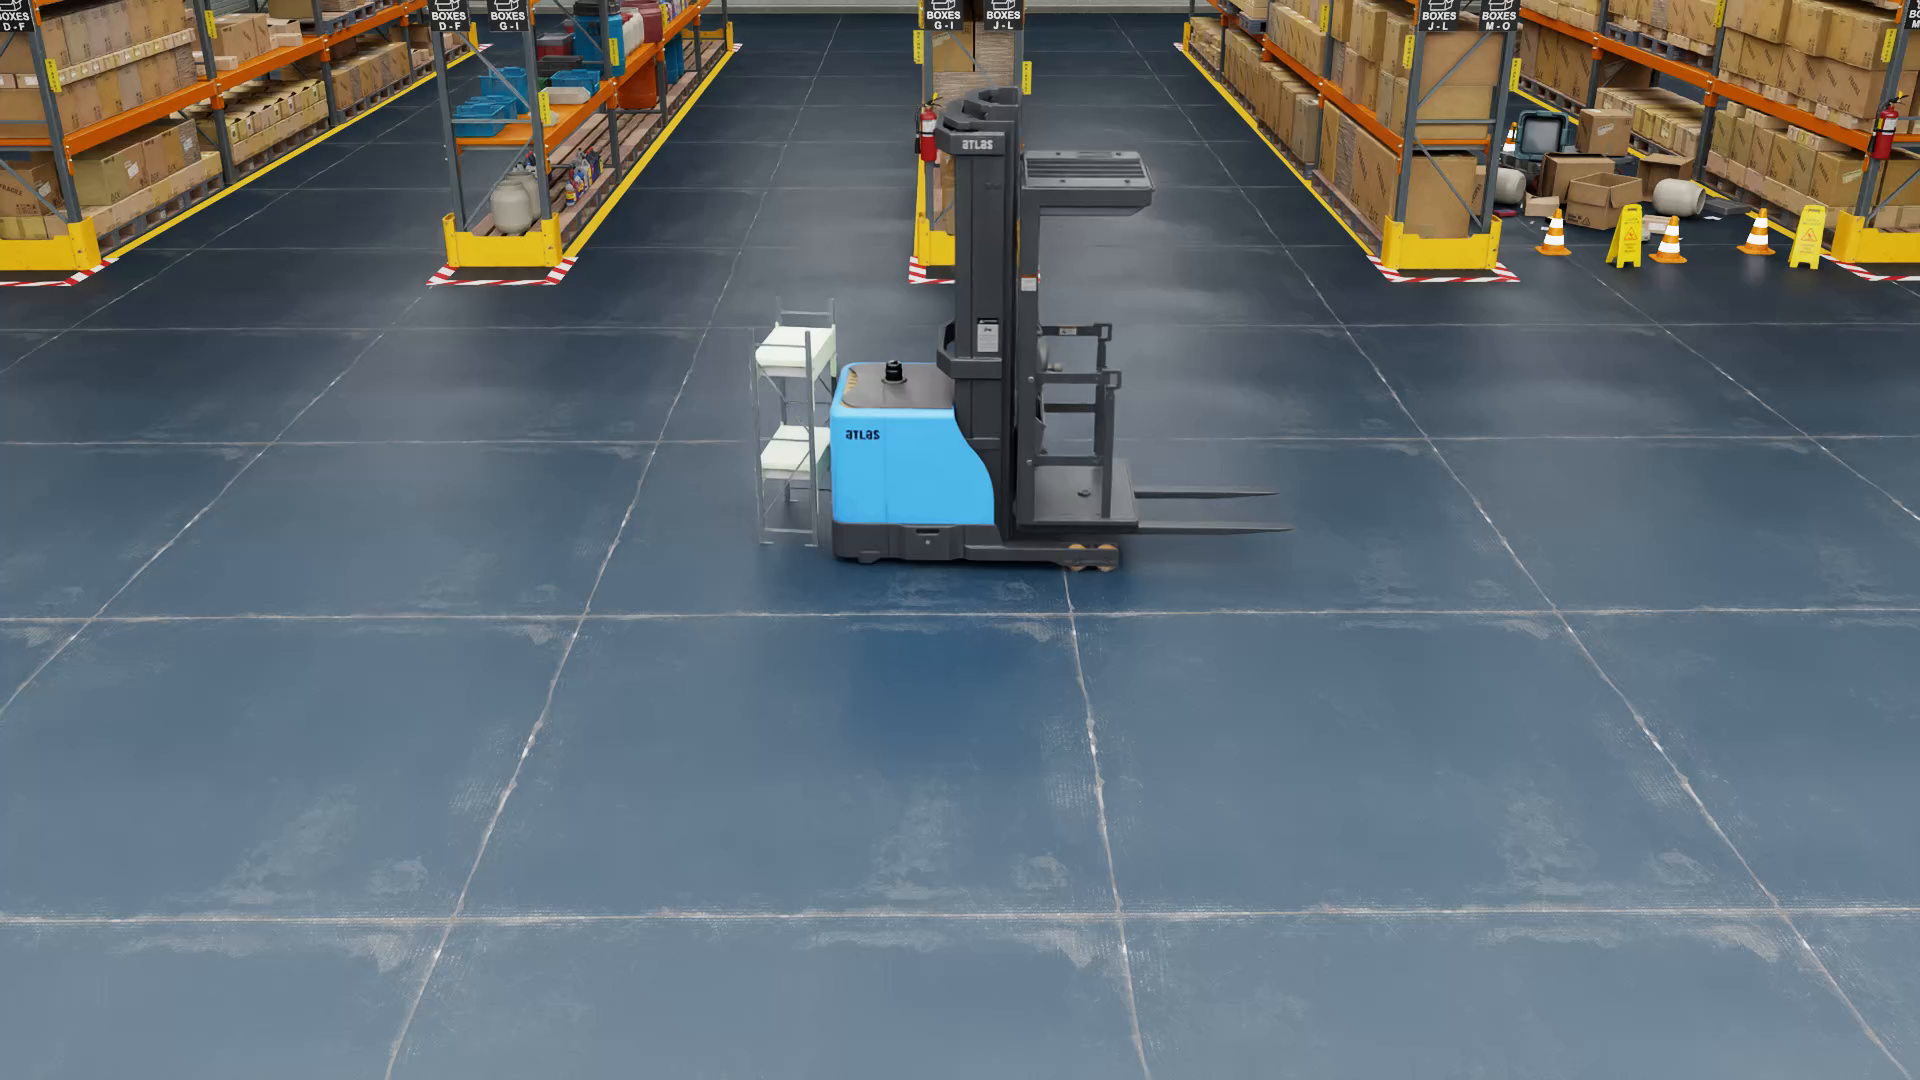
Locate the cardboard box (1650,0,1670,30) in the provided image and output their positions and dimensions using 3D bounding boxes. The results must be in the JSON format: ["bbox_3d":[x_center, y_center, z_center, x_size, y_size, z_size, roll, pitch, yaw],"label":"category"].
[{"bbox_3d":[9.754,-7.219,22.579,0.500,0.500,0.500,-1,24,-3],"label":"cardboard box"}]

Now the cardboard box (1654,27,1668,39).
[{"bbox_3d":[9.745,-6.948,22.768,0.380,0.149,0.250,1,24,1],"label":"cardboard box"}]

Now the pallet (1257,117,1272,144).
[{"bbox_3d":[4.942,-6.013,24.288,1.003,0.211,1.213,0,24,-1],"label":"pallet"}]

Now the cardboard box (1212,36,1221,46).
[{"bbox_3d":[4.649,-8.773,29.236,0.380,0.149,0.250,0,24,-1],"label":"cardboard box"}]

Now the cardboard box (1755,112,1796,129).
[{"bbox_3d":[9.692,-4.981,19.753,0.380,0.149,0.250,1,24,2],"label":"cardboard box"}]

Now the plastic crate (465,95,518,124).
[{"bbox_3d":[-5.123,-4.714,18.213,0.499,0.251,0.408,0,24,-1],"label":"plastic crate"}]

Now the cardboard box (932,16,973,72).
[{"bbox_3d":[-0.117,-5.193,17.397,0.500,0.500,0.500,0,24,-1],"label":"cardboard box"}]

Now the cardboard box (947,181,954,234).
[{"bbox_3d":[0.146,-3.641,18.184,0.500,0.500,0.500,4,25,9],"label":"cardboard box"}]

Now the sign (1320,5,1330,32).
[{"bbox_3d":[4.510,-6.445,20.552,0.100,0.325,0.005,0,24,-1],"label":"sign"}]

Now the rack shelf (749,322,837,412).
[{"bbox_3d":[-1.098,-1.156,11.039,0.431,0.370,0.720,3,25,7],"label":"rack shelf"}]

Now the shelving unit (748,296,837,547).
[{"bbox_3d":[-1.098,-0.800,11.199,0.431,1.500,0.755,3,25,7],"label":"shelving unit"}]

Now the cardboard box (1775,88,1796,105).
[{"bbox_3d":[9.719,-5.147,19.296,0.380,0.149,0.250,0,24,-1],"label":"cardboard box"}]

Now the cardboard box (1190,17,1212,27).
[{"bbox_3d":[4.588,-9.851,31.619,0.380,0.149,0.250,-1,24,-3],"label":"cardboard box"}]

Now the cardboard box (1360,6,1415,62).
[{"bbox_3d":[5.027,-5.701,18.722,0.875,0.550,0.500,0,24,-1],"label":"cardboard box"}]

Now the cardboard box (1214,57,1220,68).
[{"bbox_3d":[4.621,-8.309,28.932,0.380,0.149,0.250,0,24,0],"label":"cardboard box"}]

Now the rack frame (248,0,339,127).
[{"bbox_3d":[-9.857,-7.585,24.380,1.000,3.000,0.127,0,24,-1],"label":"rack frame"}]

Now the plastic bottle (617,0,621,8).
[{"bbox_3d":[-5.308,-8.285,25.987,0.144,0.351,0.185,0,24,-1],"label":"plastic bottle"}]

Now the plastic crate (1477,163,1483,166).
[{"bbox_3d":[6.365,-4.639,21.210,0.450,0.188,0.662,3,22,31],"label":"plastic crate"}]

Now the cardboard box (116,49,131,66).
[{"bbox_3d":[-9.575,-5.425,18.697,0.380,0.149,0.250,0,24,0],"label":"cardboard box"}]

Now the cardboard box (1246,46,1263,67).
[{"bbox_3d":[4.723,-7.491,25.787,0.500,0.250,0.500,0,24,0],"label":"cardboard box"}]

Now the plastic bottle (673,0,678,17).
[{"bbox_3d":[-4.607,-8.527,26.614,0.152,0.276,0.135,0,24,-1],"label":"plastic bottle"}]

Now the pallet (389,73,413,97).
[{"bbox_3d":[-9.854,-7.627,27.859,1.003,0.211,1.213,0,24,-1],"label":"pallet"}]

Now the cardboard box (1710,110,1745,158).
[{"bbox_3d":[9.738,-5.060,20.715,0.500,0.500,0.500,1,24,2],"label":"cardboard box"}]

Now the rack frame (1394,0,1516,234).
[{"bbox_3d":[5.096,-4.312,17.144,1.000,3.000,0.127,0,24,-1],"label":"rack frame"}]

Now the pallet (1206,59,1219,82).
[{"bbox_3d":[4.923,-8.263,29.263,1.003,0.211,1.213,0,24,-1],"label":"pallet"}]

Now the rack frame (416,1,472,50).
[{"bbox_3d":[-9.945,-10.881,31.669,1.000,3.000,0.127,0,24,-1],"label":"rack frame"}]

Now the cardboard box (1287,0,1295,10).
[{"bbox_3d":[5.011,-7.716,23.336,0.700,0.500,0.500,-1,24,-1],"label":"cardboard box"}]

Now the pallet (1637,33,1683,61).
[{"bbox_3d":[10.020,-6.769,22.810,1.003,0.211,1.213,0,24,-1],"label":"pallet"}]

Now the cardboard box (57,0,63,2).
[{"bbox_3d":[-14.585,-8.793,26.545,0.500,0.500,0.500,0,24,0],"label":"cardboard box"}]

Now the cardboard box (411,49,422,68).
[{"bbox_3d":[-9.689,-8.382,28.873,0.500,0.311,0.500,0,24,-1],"label":"cardboard box"}]

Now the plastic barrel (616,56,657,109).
[{"bbox_3d":[-4.927,-7.010,25.232,0.600,0.830,0.708,0,24,-1],"label":"plastic barrel"}]

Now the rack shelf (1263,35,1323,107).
[{"bbox_3d":[5.031,-6.457,22.759,1.077,0.370,4.000,0,24,-1],"label":"rack shelf"}]

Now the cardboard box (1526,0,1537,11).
[{"bbox_3d":[9.662,-8.856,27.374,0.500,0.250,0.500,-1,24,-2],"label":"cardboard box"}]

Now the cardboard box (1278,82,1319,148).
[{"bbox_3d":[4.949,-5.779,22.609,1.050,0.750,0.750,0,24,-1],"label":"cardboard box"}]

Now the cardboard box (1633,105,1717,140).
[{"bbox_3d":[9.973,-5.817,23.151,0.950,0.372,0.625,1,24,1],"label":"cardboard box"}]

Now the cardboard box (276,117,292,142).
[{"bbox_3d":[-9.588,-5.676,22.987,0.500,0.250,0.500,0,24,0],"label":"cardboard box"}]

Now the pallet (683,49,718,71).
[{"bbox_3d":[-5.011,-8.790,30.429,1.003,0.211,1.213,0,24,-1],"label":"pallet"}]

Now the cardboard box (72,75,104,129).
[{"bbox_3d":[-9.773,-4.743,17.975,0.700,0.500,0.500,0,24,1],"label":"cardboard box"}]

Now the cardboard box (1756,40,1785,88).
[{"bbox_3d":[9.749,-5.609,19.529,0.500,0.500,0.500,0,24,-1],"label":"cardboard box"}]

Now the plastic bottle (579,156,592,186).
[{"bbox_3d":[-4.560,-4.475,20.184,0.144,0.351,0.185,0,24,-1],"label":"plastic bottle"}]

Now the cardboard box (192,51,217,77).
[{"bbox_3d":[-9.863,-6.071,21.215,0.500,0.250,0.500,1,24,3],"label":"cardboard box"}]

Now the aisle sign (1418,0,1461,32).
[{"bbox_3d":[4.797,-5.466,16.541,0.394,0.787,0.004,0,24,-1],"label":"aisle sign"}]

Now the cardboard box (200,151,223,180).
[{"bbox_3d":[-9.590,-4.685,20.796,0.500,0.250,0.500,0,24,-1],"label":"cardboard box"}]

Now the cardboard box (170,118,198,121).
[{"bbox_3d":[-10.105,-5.296,21.467,0.500,0.311,0.500,0,24,-1],"label":"cardboard box"}]

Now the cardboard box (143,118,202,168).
[{"bbox_3d":[-9.596,-4.821,20.185,0.500,0.500,0.500,0,24,-1],"label":"cardboard box"}]

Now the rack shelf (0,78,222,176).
[{"bbox_3d":[-9.792,-4.785,19.062,1.077,0.370,4.000,0,24,-1],"label":"rack shelf"}]

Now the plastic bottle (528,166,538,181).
[{"bbox_3d":[-5.112,-4.340,19.978,0.152,0.276,0.135,0,24,-1],"label":"plastic bottle"}]

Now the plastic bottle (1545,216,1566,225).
[{"bbox_3d":[6.938,-3.737,19.439,0.133,0.061,0.283,-9,26,-19],"label":"plastic bottle"}]

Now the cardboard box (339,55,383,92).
[{"bbox_3d":[-9.599,-7.473,26.632,0.500,0.500,0.500,-1,24,-2],"label":"cardboard box"}]

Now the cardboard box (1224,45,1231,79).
[{"bbox_3d":[4.708,-8.003,27.830,0.500,0.500,0.500,1,24,1],"label":"cardboard box"}]

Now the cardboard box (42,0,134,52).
[{"bbox_3d":[-9.786,-5.770,18.672,0.700,0.500,0.500,0,24,-1],"label":"cardboard box"}]

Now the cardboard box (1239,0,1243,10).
[{"bbox_3d":[4.536,-8.308,25.776,0.380,0.149,0.250,-1,24,-3],"label":"cardboard box"}]

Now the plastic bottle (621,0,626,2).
[{"bbox_3d":[-5.311,-8.416,26.277,0.144,0.351,0.185,0,24,-1],"label":"plastic bottle"}]

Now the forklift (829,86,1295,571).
[{"bbox_3d":[0.684,-1.359,10.698,3.031,2.935,1.130,1,24,1],"label":"forklift"}]

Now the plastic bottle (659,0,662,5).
[{"bbox_3d":[-4.749,-8.344,26.119,0.144,0.351,0.185,0,24,-1],"label":"plastic bottle"}]

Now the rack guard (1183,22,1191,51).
[{"bbox_3d":[4.923,-9.735,32.167,1.175,0.500,0.348,0,24,-1],"label":"rack guard"}]

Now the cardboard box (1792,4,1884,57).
[{"bbox_3d":[9.715,-5.640,18.385,0.700,0.500,0.500,-1,24,-1],"label":"cardboard box"}]

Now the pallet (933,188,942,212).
[{"bbox_3d":[0.151,-3.928,19.680,1.003,0.211,1.213,0,24,-1],"label":"pallet"}]
